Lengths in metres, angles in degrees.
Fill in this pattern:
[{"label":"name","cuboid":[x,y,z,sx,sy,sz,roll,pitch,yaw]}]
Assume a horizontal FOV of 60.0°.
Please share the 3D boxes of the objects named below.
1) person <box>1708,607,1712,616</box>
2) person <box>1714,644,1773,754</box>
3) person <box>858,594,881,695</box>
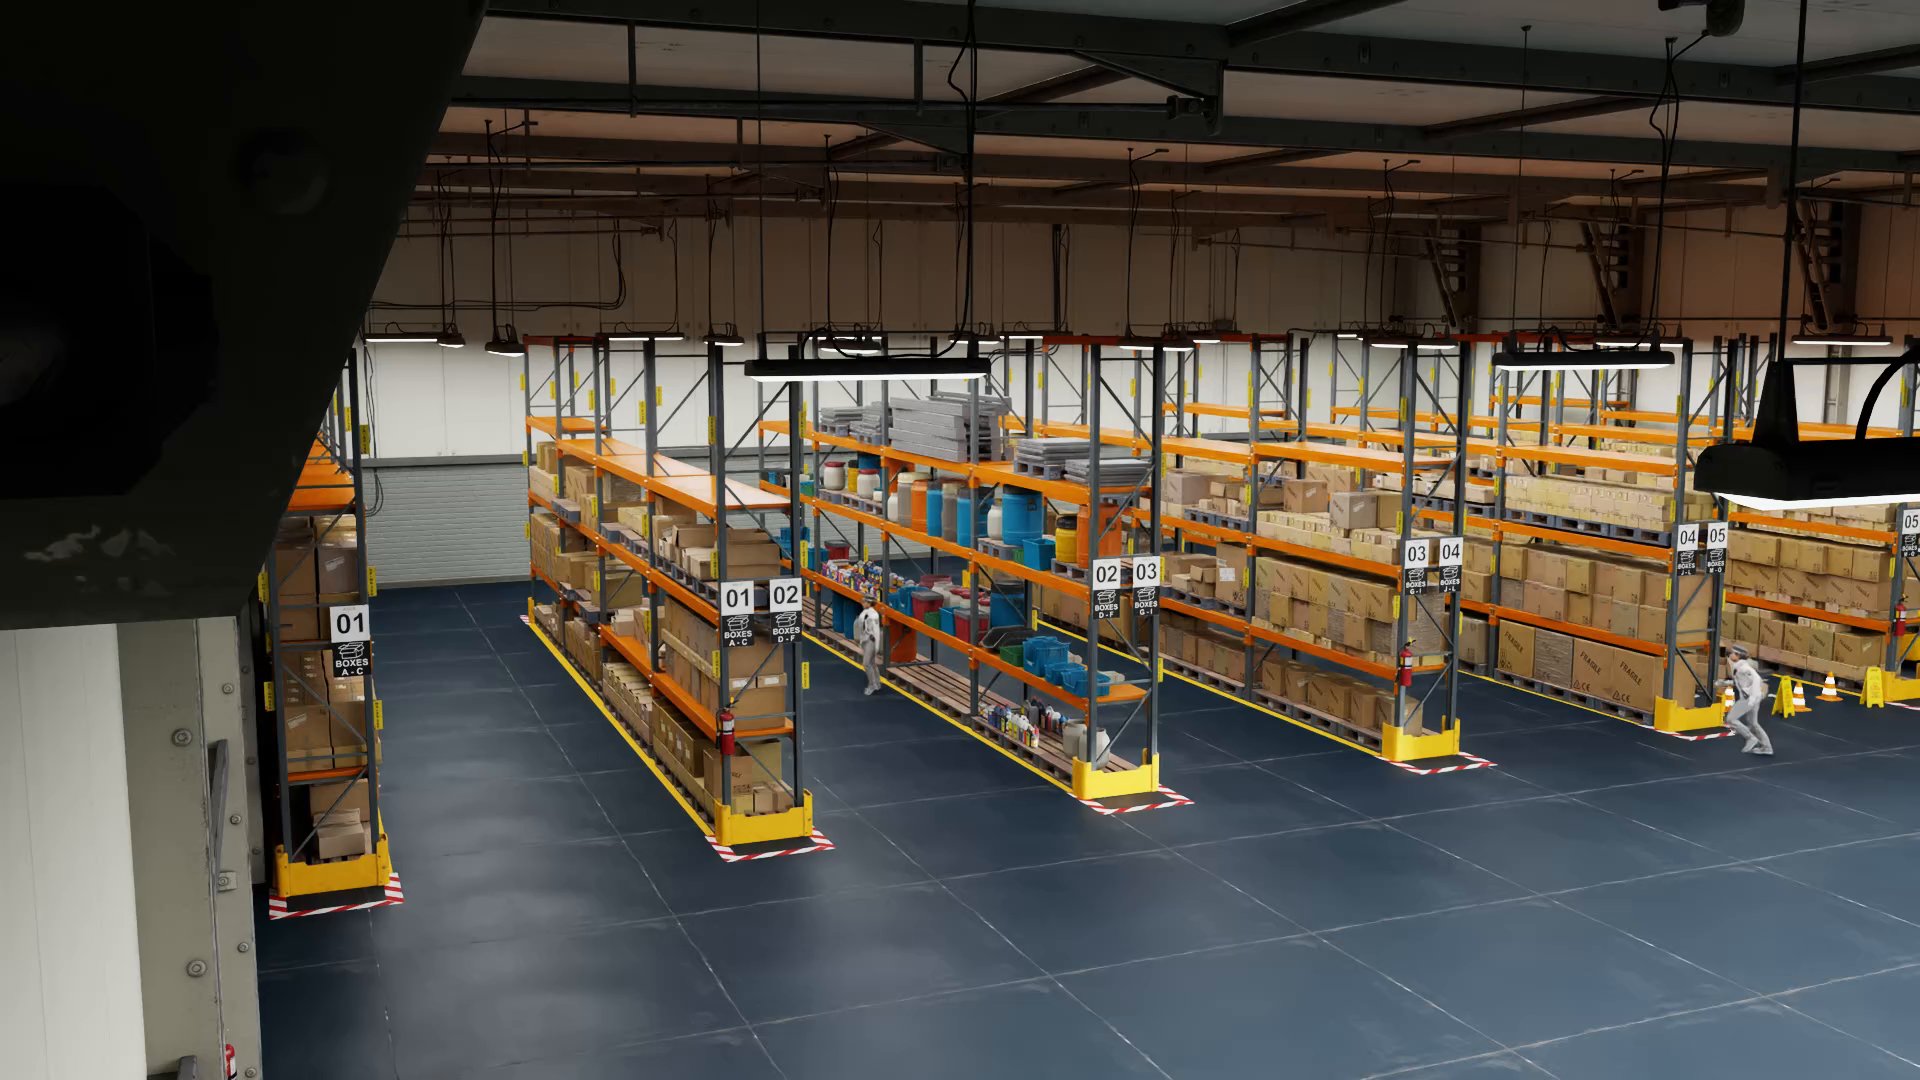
[{"label":"person","cuboid":[15.725,0.944,34.577,0.504,1.650,0.455,-7,10,-41]},{"label":"person","cuboid":[11.487,2.320,24.345,0.831,1.587,0.588,4,9,30]},{"label":"person","cuboid":[-1.537,1.756,28.323,0.403,1.720,0.531,-4,8,-25]}]
